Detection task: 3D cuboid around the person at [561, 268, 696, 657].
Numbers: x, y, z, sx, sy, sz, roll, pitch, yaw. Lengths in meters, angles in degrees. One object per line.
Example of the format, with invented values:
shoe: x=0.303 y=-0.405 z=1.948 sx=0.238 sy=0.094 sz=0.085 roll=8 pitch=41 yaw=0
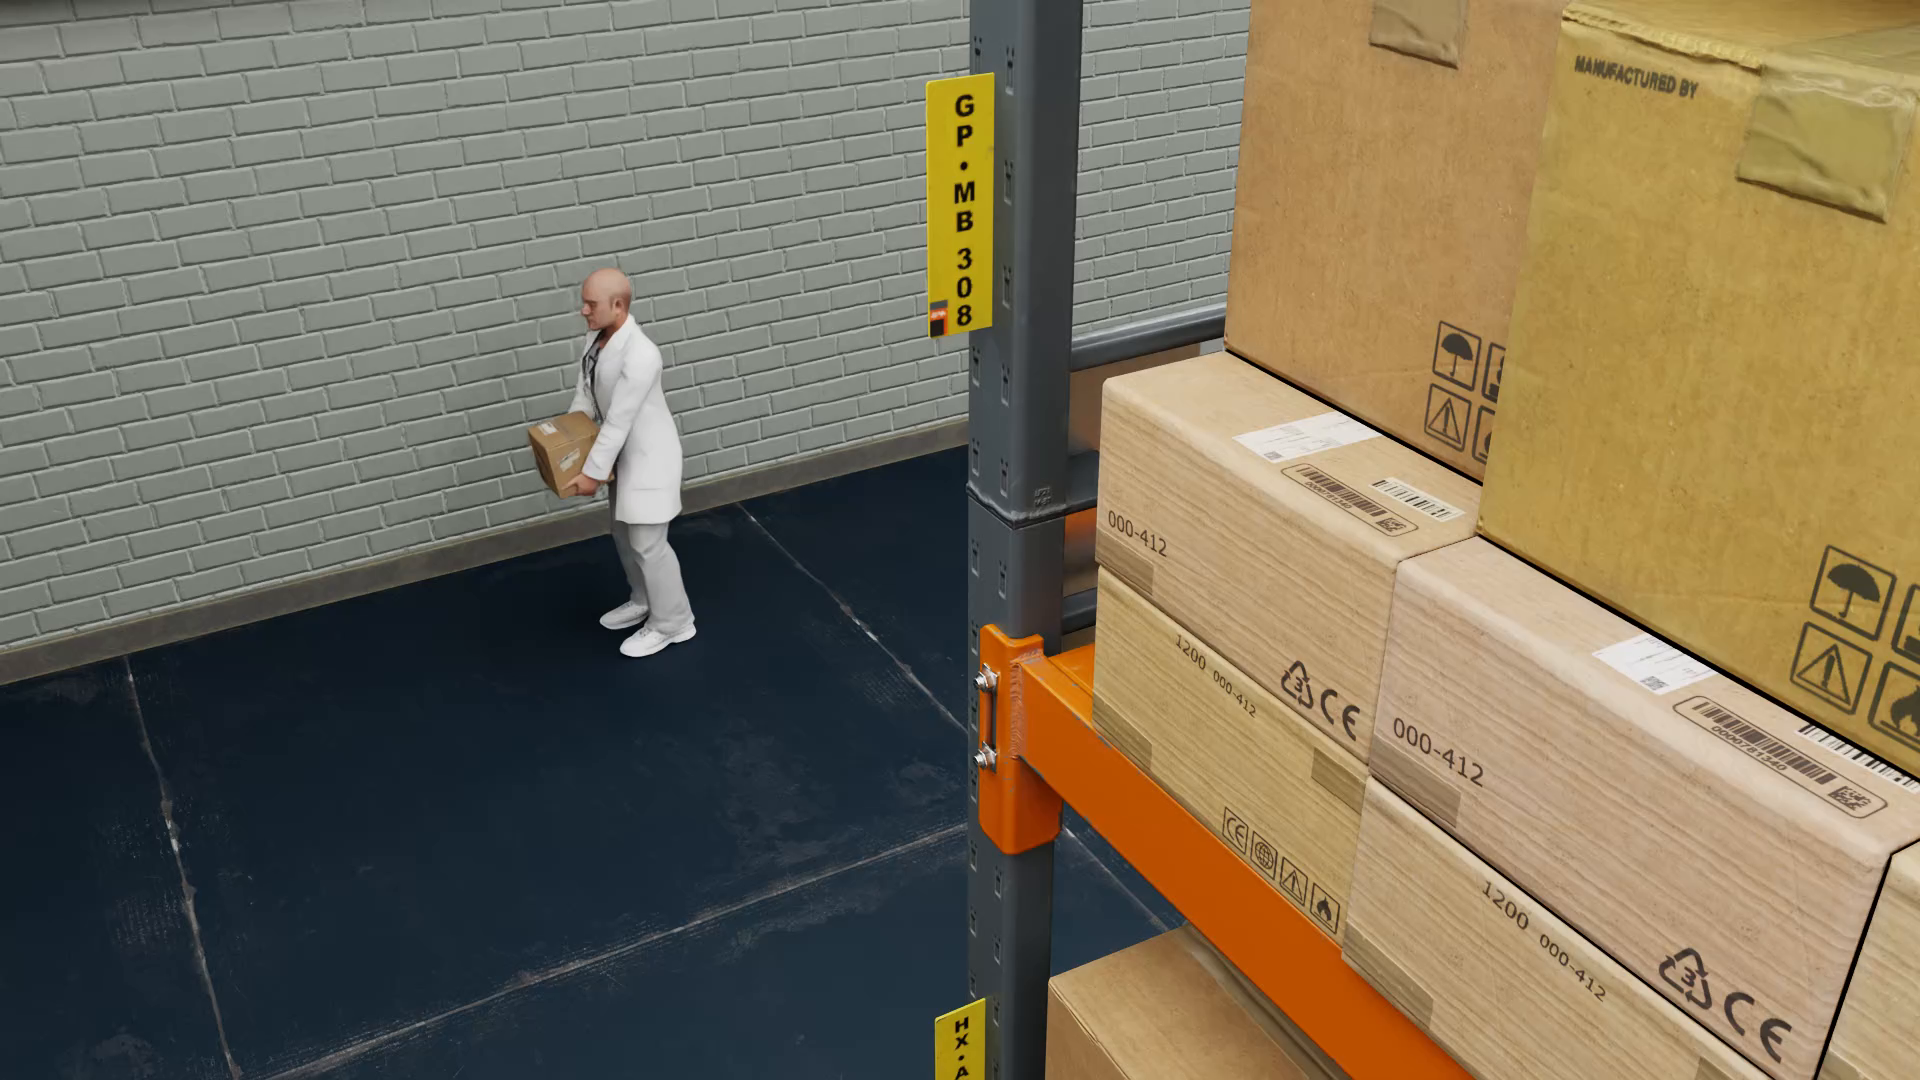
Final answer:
person: x=-1.505 y=-0.329 z=7.253 sx=0.575 sy=1.777 sz=0.530 roll=-16 pitch=33 yaw=-27
